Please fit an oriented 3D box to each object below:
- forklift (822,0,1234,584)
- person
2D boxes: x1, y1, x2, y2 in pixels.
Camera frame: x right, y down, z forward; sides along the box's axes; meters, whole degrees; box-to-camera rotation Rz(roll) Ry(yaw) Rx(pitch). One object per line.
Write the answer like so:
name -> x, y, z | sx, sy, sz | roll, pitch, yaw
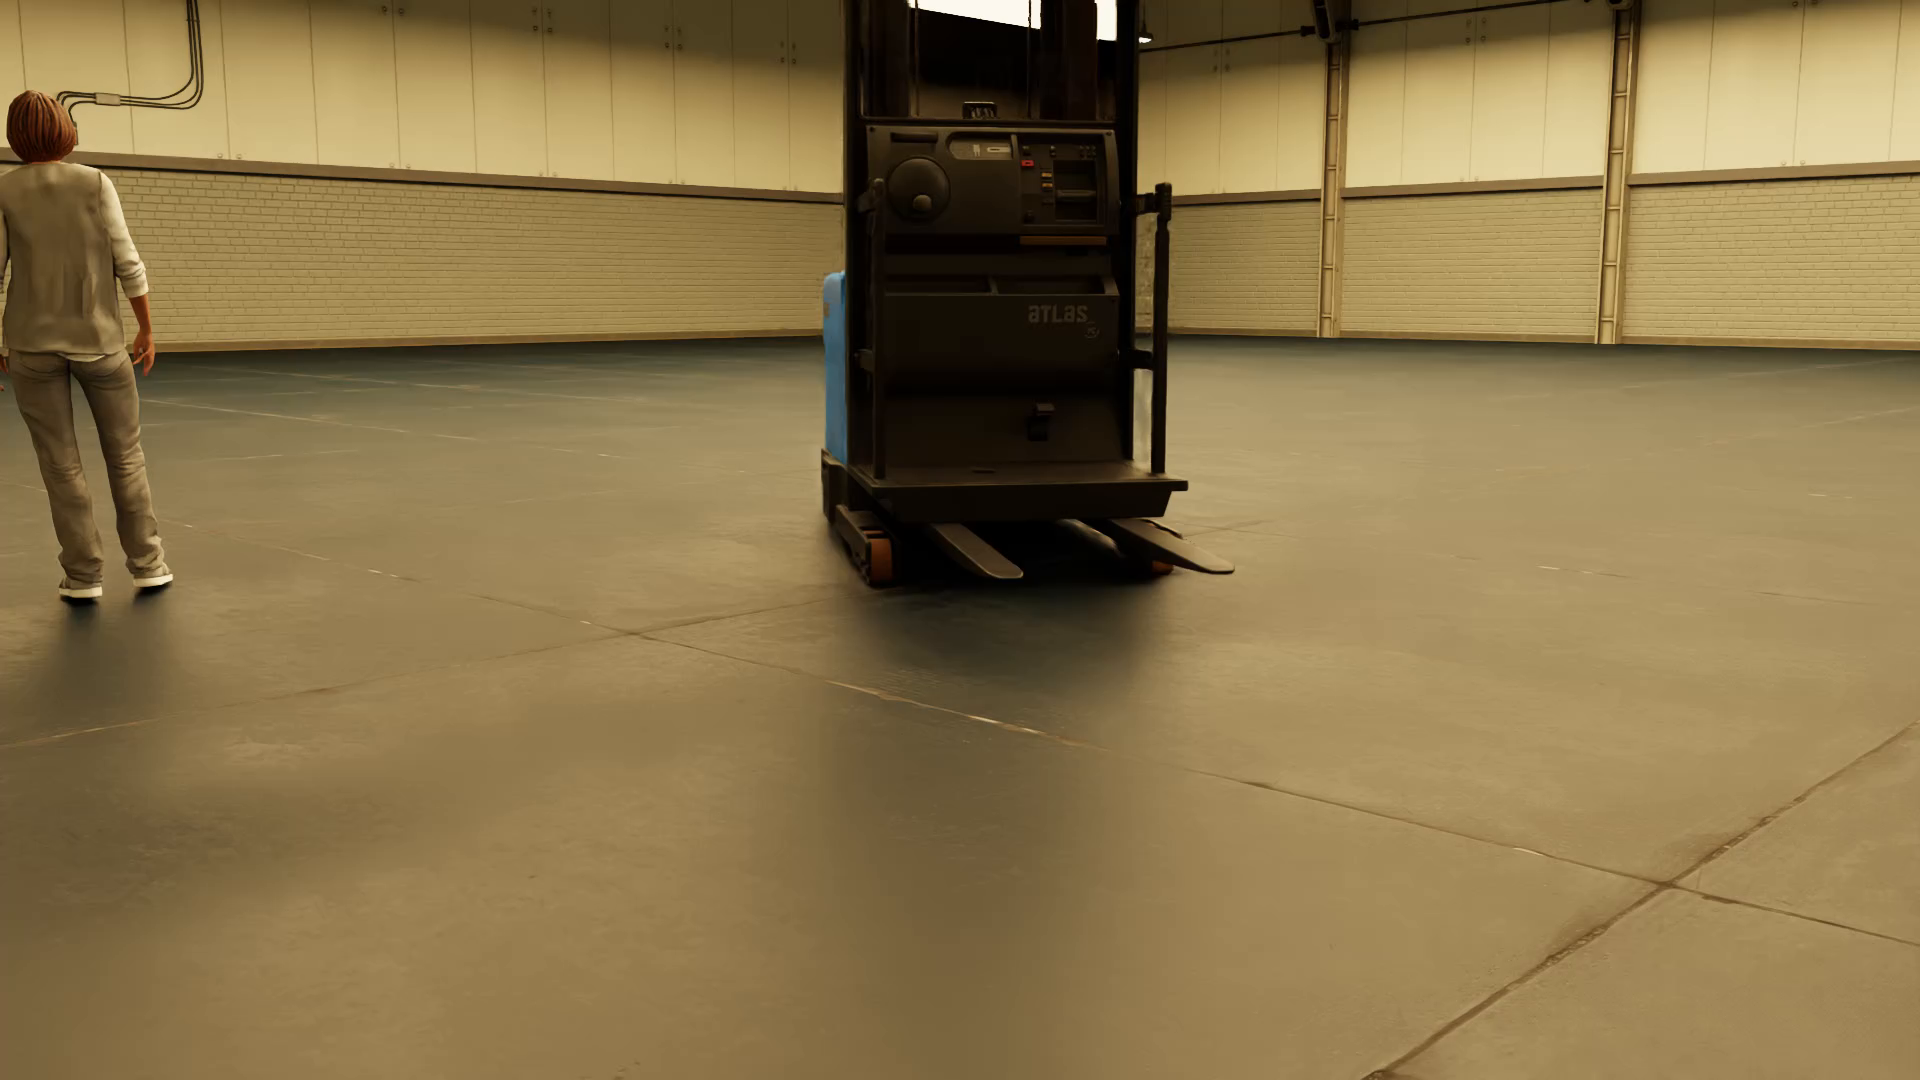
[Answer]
forklift -> 0.162, -1.354, 5.866 | 1.130, 2.935, 3.031 | -2, 9, -10
person -> -2.854, -0.606, 5.334 | 0.518, 1.597, 0.476 | -5, 10, -29
